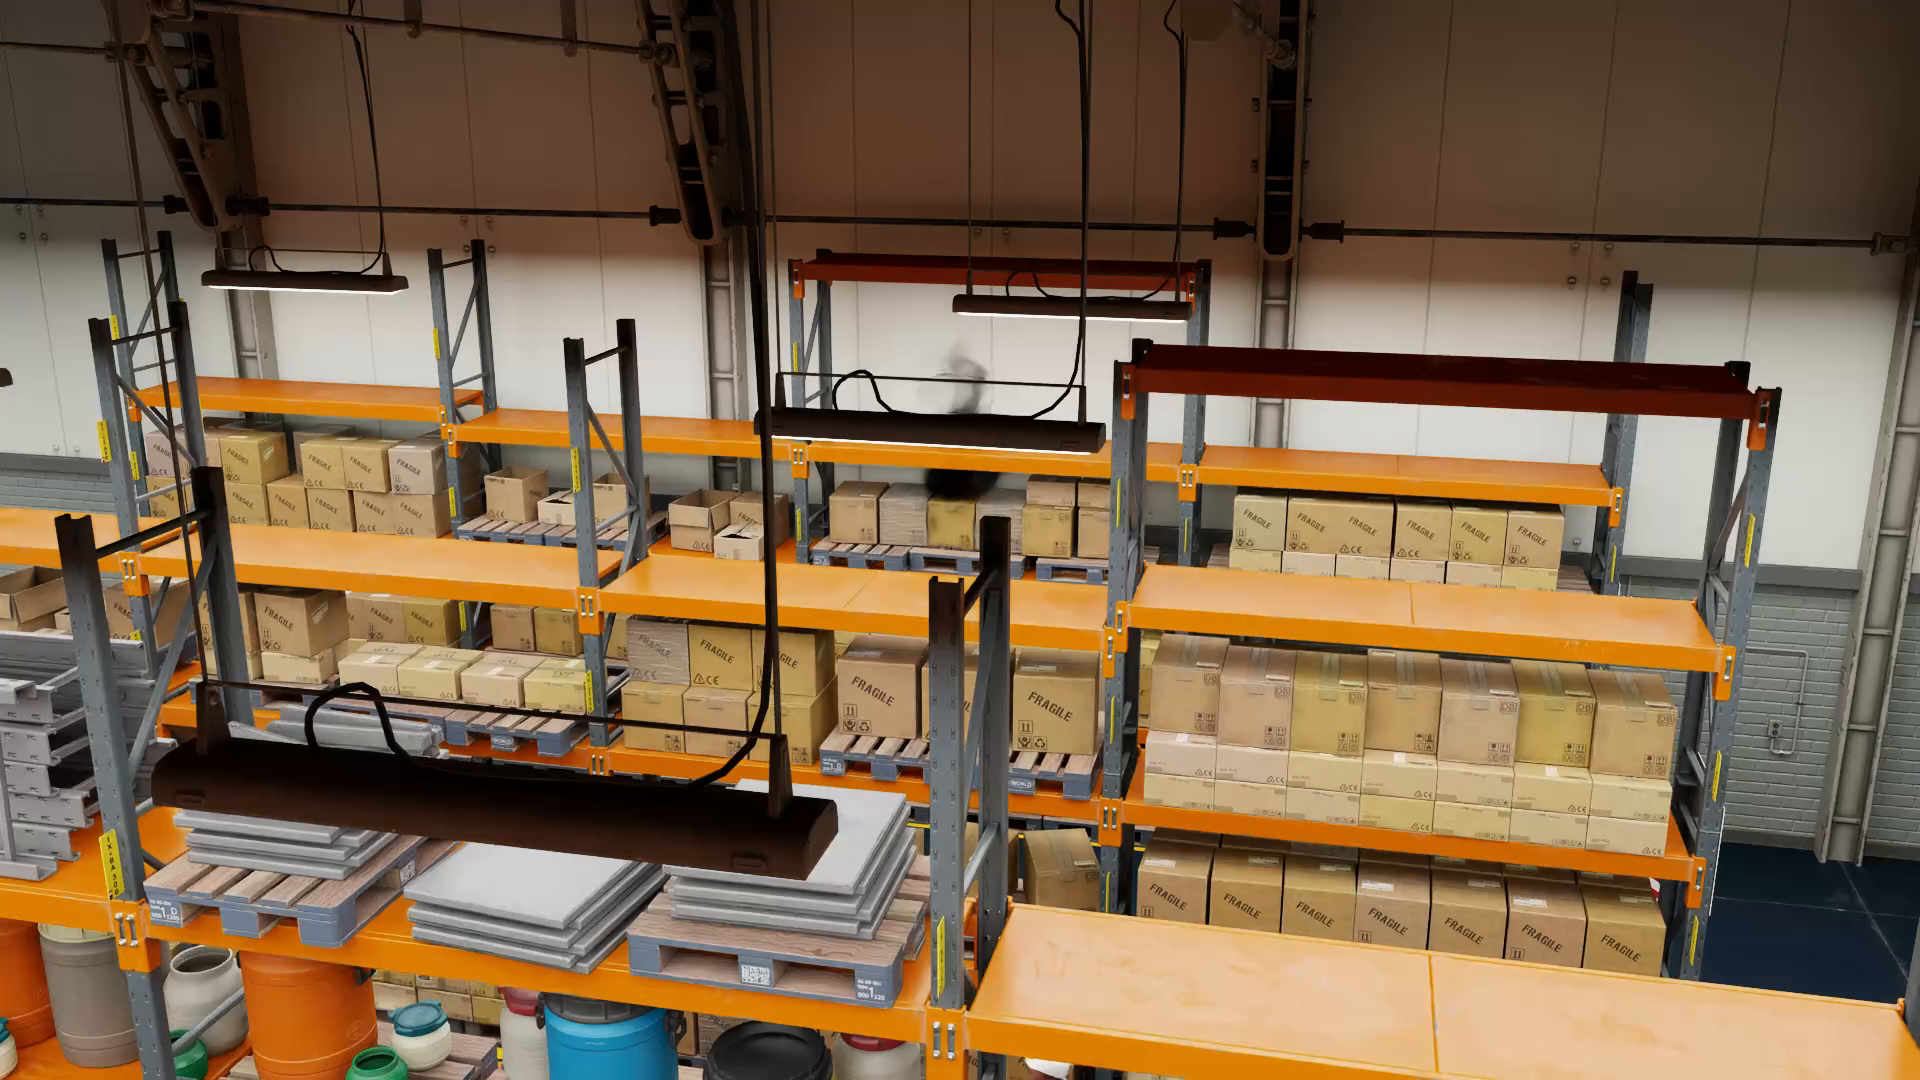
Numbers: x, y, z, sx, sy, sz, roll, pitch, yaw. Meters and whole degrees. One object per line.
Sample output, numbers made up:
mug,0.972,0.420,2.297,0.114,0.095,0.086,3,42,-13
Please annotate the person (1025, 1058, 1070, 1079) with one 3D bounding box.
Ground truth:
person,0.631,4.167,11.008,0.766,1.845,0.672,1,16,3
